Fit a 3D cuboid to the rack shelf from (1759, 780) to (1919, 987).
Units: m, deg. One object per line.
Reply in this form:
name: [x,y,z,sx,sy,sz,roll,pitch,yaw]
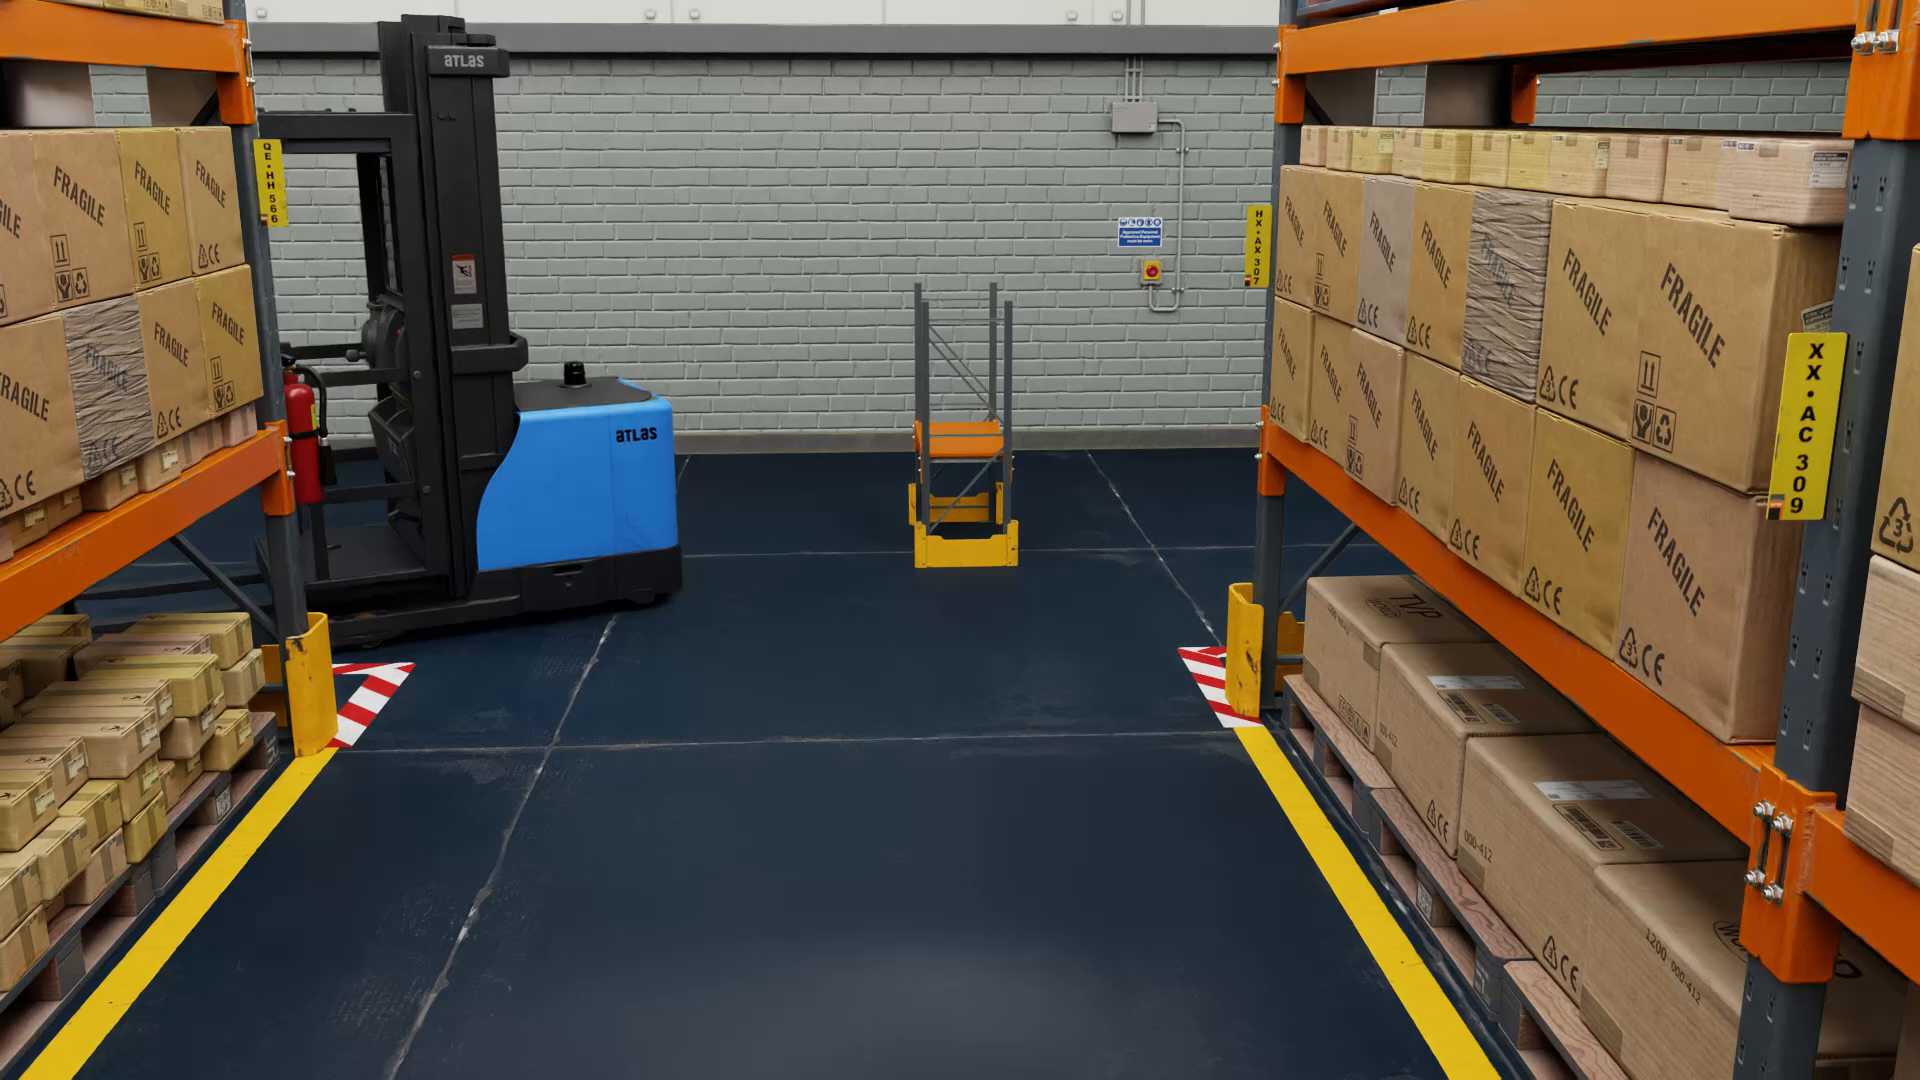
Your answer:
rack shelf: [2.134,1.101,1.171,1.077,0.370,4.000,-1,14,-3]

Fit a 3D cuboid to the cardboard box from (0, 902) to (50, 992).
cardboard box: [-2.747,1.116,4.546,0.380,0.149,0.250,-1,14,-5]

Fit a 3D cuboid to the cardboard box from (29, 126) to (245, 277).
cardboard box: [-2.895,-1.205,5.885,0.500,0.500,0.500,-1,14,-5]

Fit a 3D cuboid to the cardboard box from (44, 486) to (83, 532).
cardboard box: [-2.878,-0.118,4.969,0.380,0.149,0.250,-1,15,-6]

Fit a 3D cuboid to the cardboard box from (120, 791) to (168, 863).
cardboard box: [-2.777,0.920,5.309,0.380,0.149,0.250,-2,15,-6]

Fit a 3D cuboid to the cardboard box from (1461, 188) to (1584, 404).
cardboard box: [1.641,-0.643,4.300,0.500,0.500,0.500,-1,14,-3]

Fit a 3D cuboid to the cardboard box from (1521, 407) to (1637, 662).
cardboard box: [1.689,-0.033,3.932,0.500,0.500,0.500,-1,14,-5]

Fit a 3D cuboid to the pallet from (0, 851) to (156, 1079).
pallet: [-3.080,1.237,4.797,1.003,0.211,1.213,-1,14,-3]

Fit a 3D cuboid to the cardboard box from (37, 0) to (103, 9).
cardboard box: [-2.823,-1.659,4.735,0.500,0.250,0.500,0,14,-1]

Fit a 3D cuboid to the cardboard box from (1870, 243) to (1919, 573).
cardboard box: [1.750,-0.164,2.435,0.500,0.500,0.500,-1,14,-3]

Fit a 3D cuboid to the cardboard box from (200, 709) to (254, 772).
cardboard box: [-2.814,0.729,6.051,0.380,0.149,0.250,0,14,-2]

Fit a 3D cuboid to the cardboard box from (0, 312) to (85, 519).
cardboard box: [-2.799,-0.344,4.548,0.500,0.500,0.500,0,14,-1]

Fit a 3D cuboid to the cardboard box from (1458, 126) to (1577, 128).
cardboard box: [2.024,-1.437,6.085,0.380,0.149,0.250,-1,14,-2]

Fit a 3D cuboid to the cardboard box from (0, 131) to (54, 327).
cardboard box: [-2.787,-0.818,4.382,0.500,0.500,0.500,-1,14,-5]

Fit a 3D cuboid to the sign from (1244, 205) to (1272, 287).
sign: [1.208,-1.190,6.736,0.100,0.325,0.005,-1,14,-3]

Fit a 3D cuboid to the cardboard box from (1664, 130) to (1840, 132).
cardboard box: [2.174,-1.053,4.591,0.380,0.149,0.250,-1,14,-3]

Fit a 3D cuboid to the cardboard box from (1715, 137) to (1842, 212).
cardboard box: [1.765,-0.731,3.337,0.380,0.149,0.250,-1,14,-2]

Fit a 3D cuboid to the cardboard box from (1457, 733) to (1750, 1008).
cardboard box: [2.022,0.912,4.760,0.875,0.438,0.875,-1,14,-5]

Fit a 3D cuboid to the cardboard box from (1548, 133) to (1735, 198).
cardboard box: [1.675,-0.917,4.062,0.380,0.149,0.250,-1,14,-4]

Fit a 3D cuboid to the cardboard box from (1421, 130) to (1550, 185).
cardboard box: [1.562,-1.108,4.802,0.380,0.149,0.250,-1,14,-5]

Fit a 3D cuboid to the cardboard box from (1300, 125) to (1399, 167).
cardboard box: [1.508,-1.494,6.304,0.380,0.149,0.250,-1,14,-2]

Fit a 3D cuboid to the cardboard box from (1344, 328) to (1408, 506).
cardboard box: [1.578,-0.412,5.408,0.500,0.500,0.500,-1,14,-4]

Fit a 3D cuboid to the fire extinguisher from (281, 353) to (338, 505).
fire extinguisher: [-2.727,-0.490,6.814,0.296,0.674,0.183,-1,14,-3]

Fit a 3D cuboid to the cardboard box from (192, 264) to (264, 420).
cardboard box: [-2.887,-0.723,6.018,0.500,0.500,0.500,-1,14,-2]

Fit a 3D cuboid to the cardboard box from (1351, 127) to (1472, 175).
cardboard box: [1.531,-1.298,5.543,0.380,0.149,0.250,-1,14,-5]

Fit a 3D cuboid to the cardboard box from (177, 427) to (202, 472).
cardboard box: [-2.861,-0.315,5.736,0.380,0.149,0.250,-1,14,-4]

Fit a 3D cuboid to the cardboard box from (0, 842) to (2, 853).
cardboard box: [-2.834,0.830,4.466,0.380,0.149,0.250,-1,15,-6]

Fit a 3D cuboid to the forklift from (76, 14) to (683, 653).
forklift: [-3.008,-1.026,8.133,3.031,2.935,1.130,-7,16,-27]

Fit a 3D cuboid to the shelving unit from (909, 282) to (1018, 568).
shelving unit: [0.005,-0.707,9.766,0.587,1.500,1.083,-1,14,-3]

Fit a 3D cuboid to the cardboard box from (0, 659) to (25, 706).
cardboard box: [-3.454,0.518,5.678,0.380,0.149,0.250,-1,14,-4]

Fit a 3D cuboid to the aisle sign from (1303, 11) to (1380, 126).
aisle sign: [1.468,-2.012,6.609,0.394,0.787,0.004,-1,14,-3]

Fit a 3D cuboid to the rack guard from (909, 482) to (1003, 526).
rack guard: [-0.026,-0.226,10.403,0.587,0.250,0.087,-1,14,-3]

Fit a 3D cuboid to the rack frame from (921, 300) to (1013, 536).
rack frame: [0.037,-0.579,9.266,0.500,1.500,0.032,-1,14,-3]

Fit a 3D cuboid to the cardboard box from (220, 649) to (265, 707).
cardboard box: [-2.854,0.522,6.259,0.380,0.149,0.250,-1,14,-5]

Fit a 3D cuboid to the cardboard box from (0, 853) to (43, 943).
cardboard box: [-2.743,0.974,4.504,0.380,0.149,0.250,-1,14,-4]

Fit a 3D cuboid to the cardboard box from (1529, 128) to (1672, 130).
cardboard box: [2.044,-1.245,5.337,0.380,0.149,0.250,-1,14,-4]

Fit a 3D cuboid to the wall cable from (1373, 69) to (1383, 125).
wall cable: [2.804,-2.658,12.300,0.588,1.984,0.122,-1,14,-3]

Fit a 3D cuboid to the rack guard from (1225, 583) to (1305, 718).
rack guard: [1.761,0.465,7.216,1.175,0.500,0.348,-1,14,-3]

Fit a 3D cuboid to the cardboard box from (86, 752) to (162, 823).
cardboard box: [-2.776,0.780,5.257,0.380,0.149,0.250,-1,14,-3]

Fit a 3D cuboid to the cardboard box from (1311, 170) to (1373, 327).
cardboard box: [1.547,-1.020,5.764,0.500,0.500,0.500,-1,14,-5]

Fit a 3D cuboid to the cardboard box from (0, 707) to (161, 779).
cardboard box: [-2.760,0.636,5.219,0.380,0.149,0.250,0,14,-1]

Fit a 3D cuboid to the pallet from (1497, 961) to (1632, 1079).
pallet: [2.041,1.415,4.102,1.003,0.211,1.213,-1,14,-3]

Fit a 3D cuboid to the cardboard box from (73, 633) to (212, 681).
cardboard box: [-2.928,0.442,5.972,0.380,0.149,0.250,-1,14,-2]

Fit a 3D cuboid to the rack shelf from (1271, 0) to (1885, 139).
rack shelf: [1.886,-1.347,4.664,1.077,0.370,4.000,-1,14,-3]
